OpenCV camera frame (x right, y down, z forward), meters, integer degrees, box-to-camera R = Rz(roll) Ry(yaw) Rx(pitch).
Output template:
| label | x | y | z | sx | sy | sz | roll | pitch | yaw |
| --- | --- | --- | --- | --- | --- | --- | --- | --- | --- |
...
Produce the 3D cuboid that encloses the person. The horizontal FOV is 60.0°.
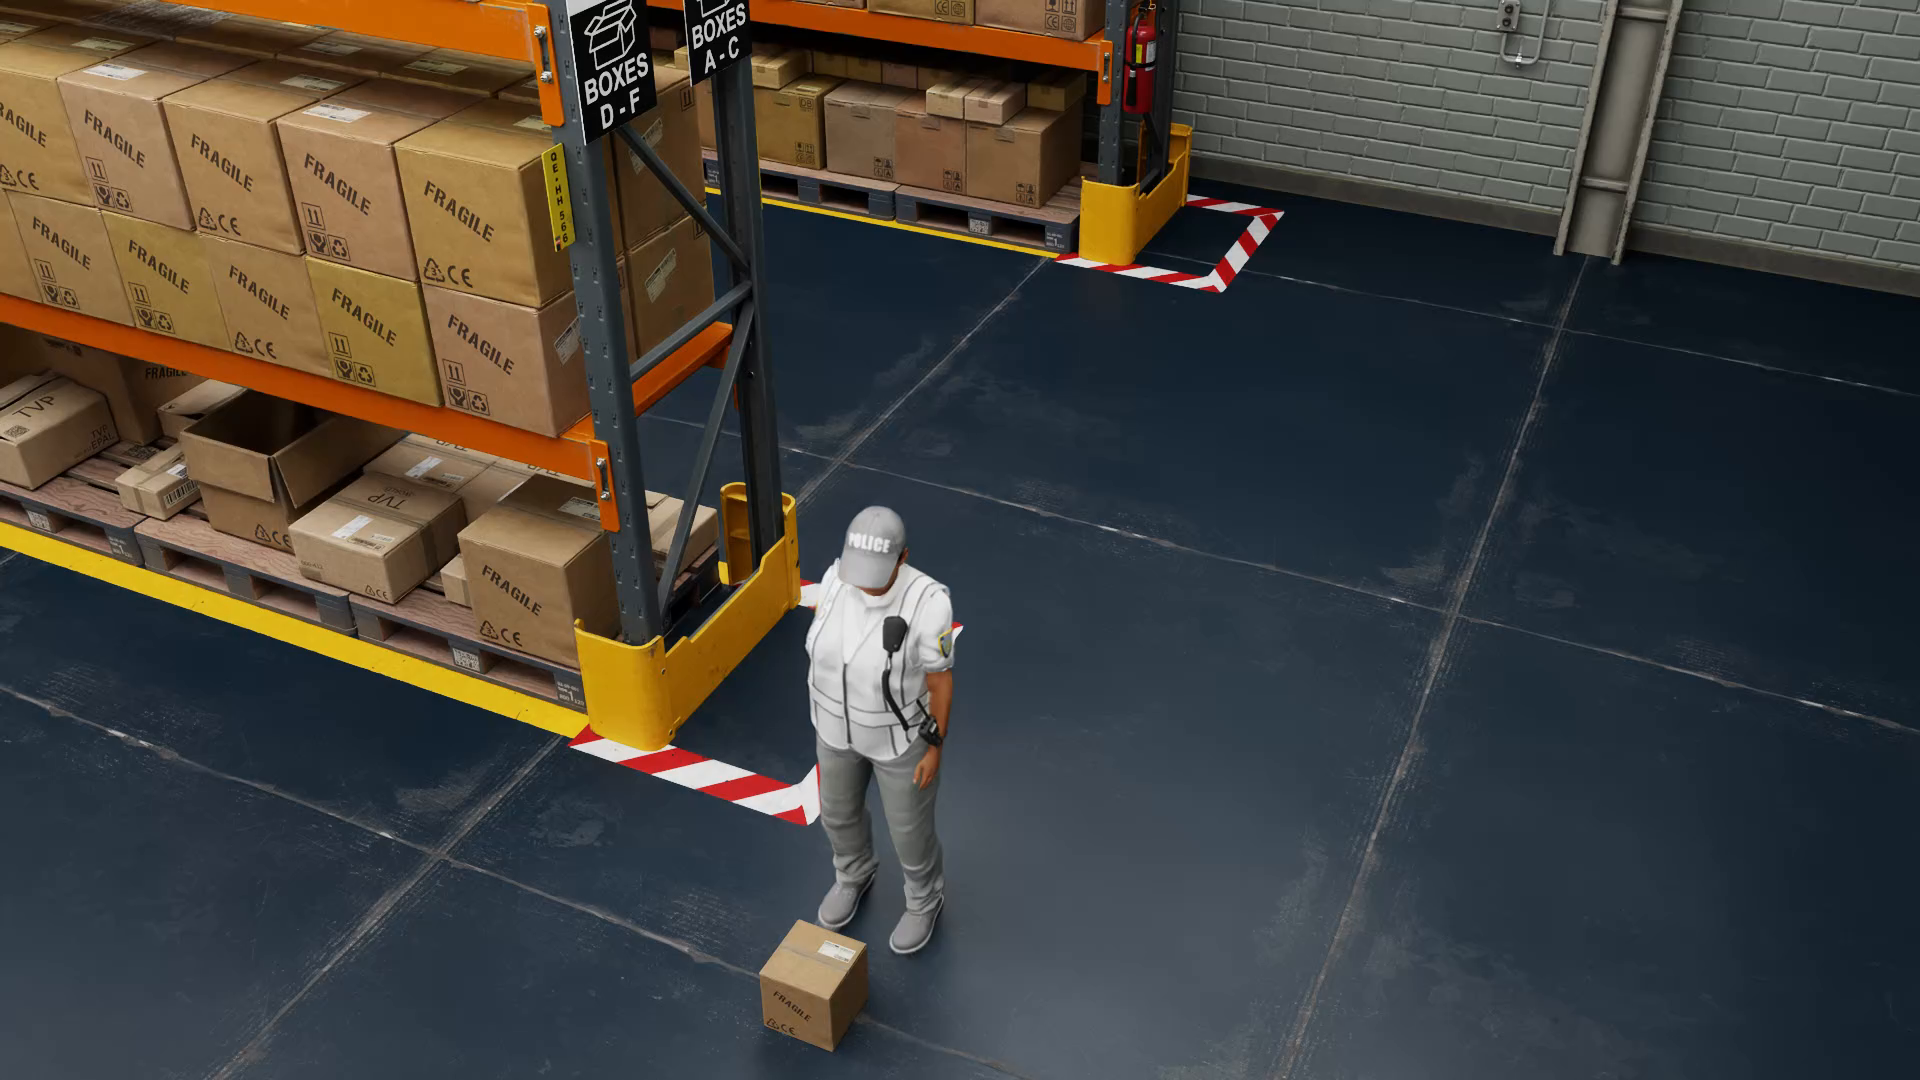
| label | x | y | z | sx | sy | sz | roll | pitch | yaw |
| --- | --- | --- | --- | --- | --- | --- | --- | --- | --- |
| person | -0.246 | 0.603 | 5.252 | 0.470 | 1.659 | 0.390 | 15 | 37 | 21 |
